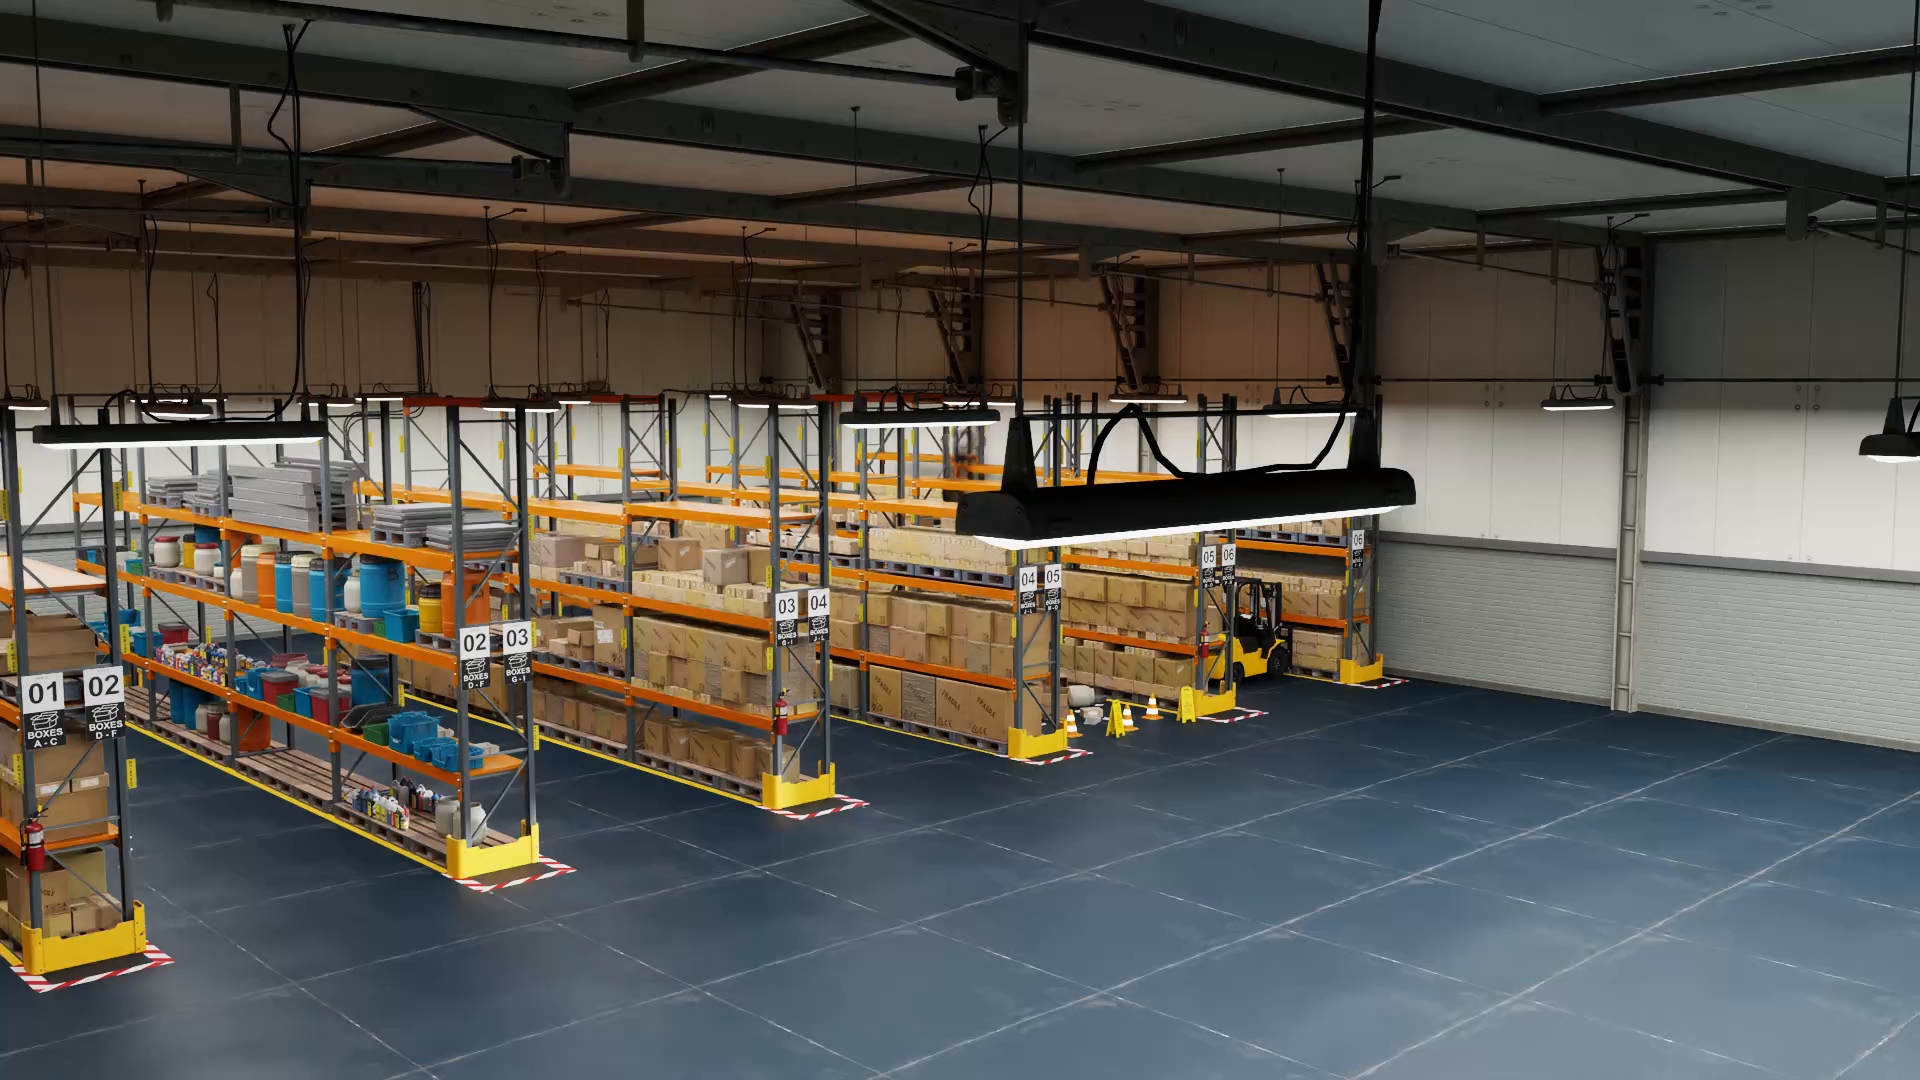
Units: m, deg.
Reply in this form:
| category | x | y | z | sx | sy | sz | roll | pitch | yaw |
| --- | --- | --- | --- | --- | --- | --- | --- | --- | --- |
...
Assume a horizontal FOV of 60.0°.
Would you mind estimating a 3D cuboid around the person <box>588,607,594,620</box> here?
| category | x | y | z | sx | sy | sz | roll | pitch | yaw |
| --- | --- | --- | --- | --- | --- | --- | --- | --- | --- |
| person | -7.717 | 2.146 | 35.286 | 0.528 | 1.554 | 0.517 | 5 | 8 | 44 |
